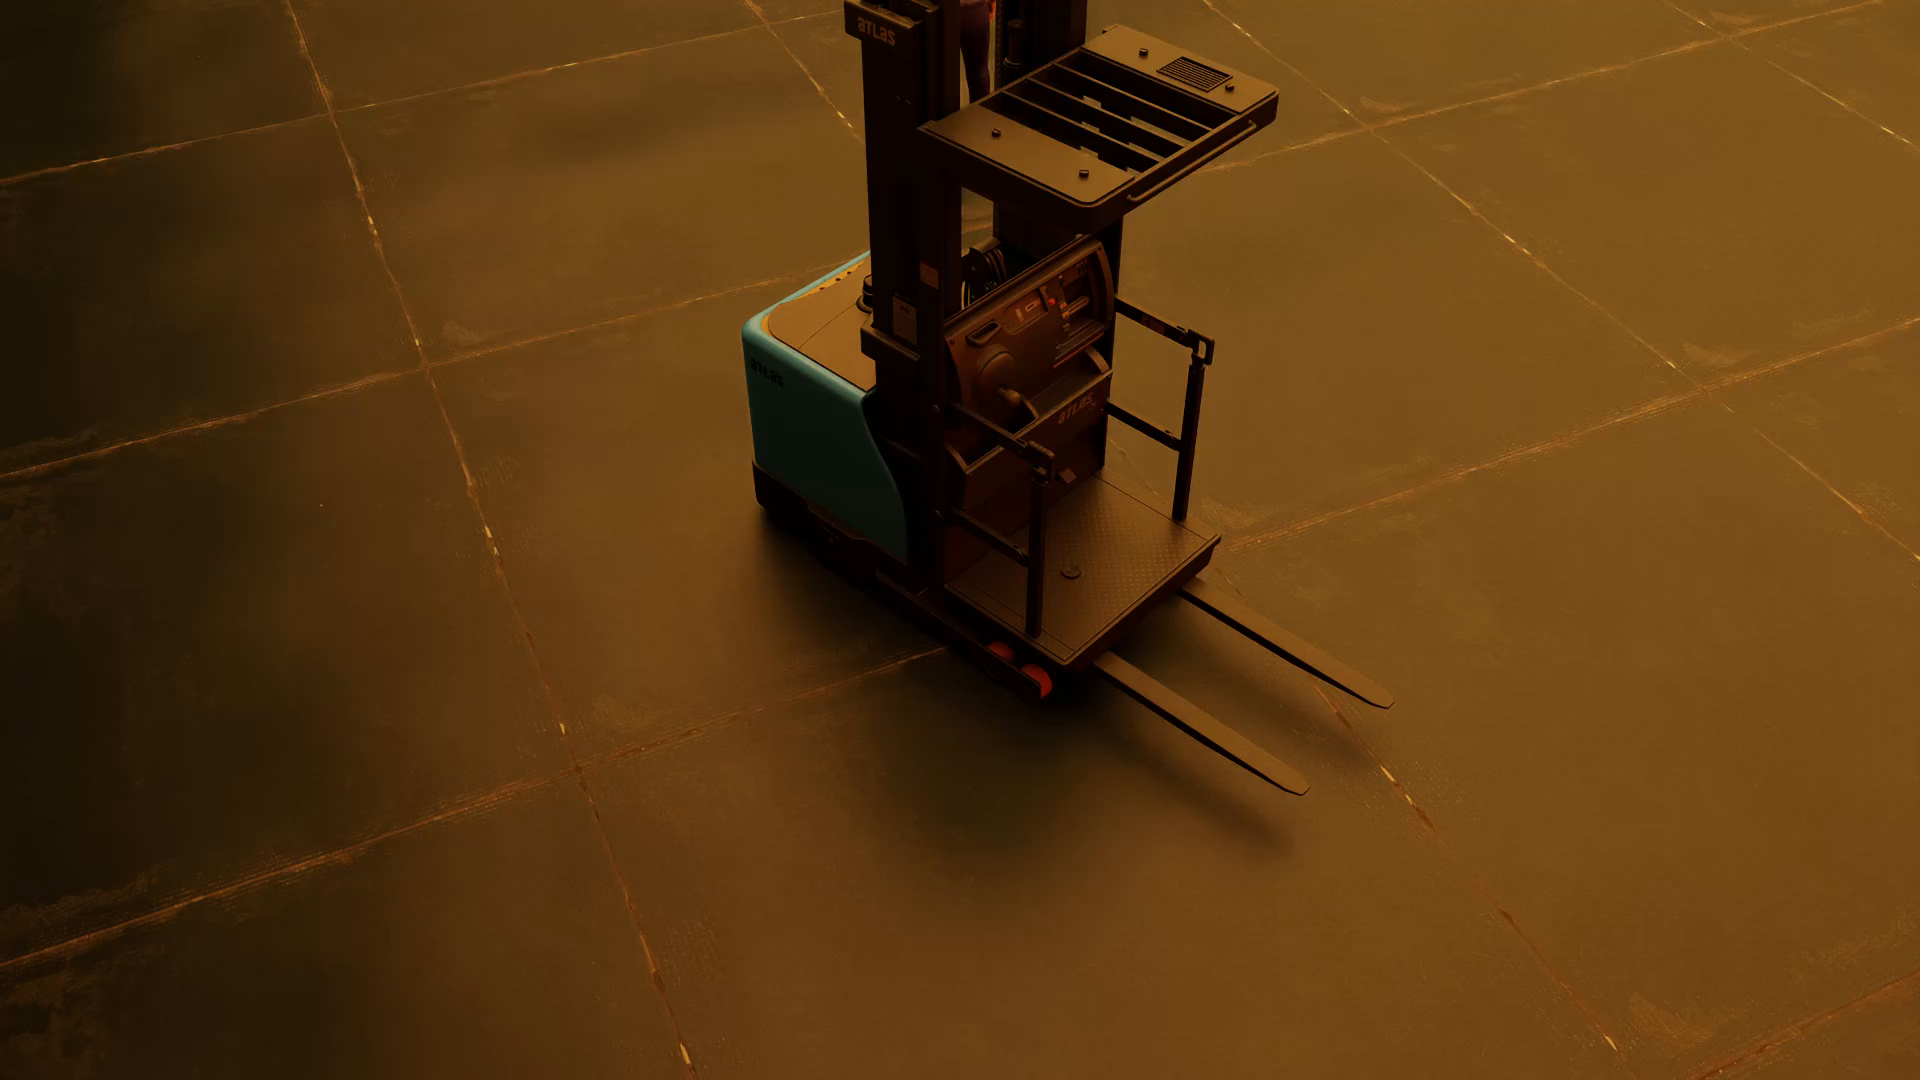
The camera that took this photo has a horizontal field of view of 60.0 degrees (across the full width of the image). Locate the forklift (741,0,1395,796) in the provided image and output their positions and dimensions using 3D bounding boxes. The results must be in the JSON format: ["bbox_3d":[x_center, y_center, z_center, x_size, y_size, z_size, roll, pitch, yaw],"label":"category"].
[{"bbox_3d":[0.445,-0.788,6.525,3.031,2.935,1.130,32,52,30],"label":"forklift"}]

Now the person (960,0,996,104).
[{"bbox_3d":[-0.045,-3.177,10.014,0.598,1.651,0.504,-15,45,-16],"label":"person"}]
